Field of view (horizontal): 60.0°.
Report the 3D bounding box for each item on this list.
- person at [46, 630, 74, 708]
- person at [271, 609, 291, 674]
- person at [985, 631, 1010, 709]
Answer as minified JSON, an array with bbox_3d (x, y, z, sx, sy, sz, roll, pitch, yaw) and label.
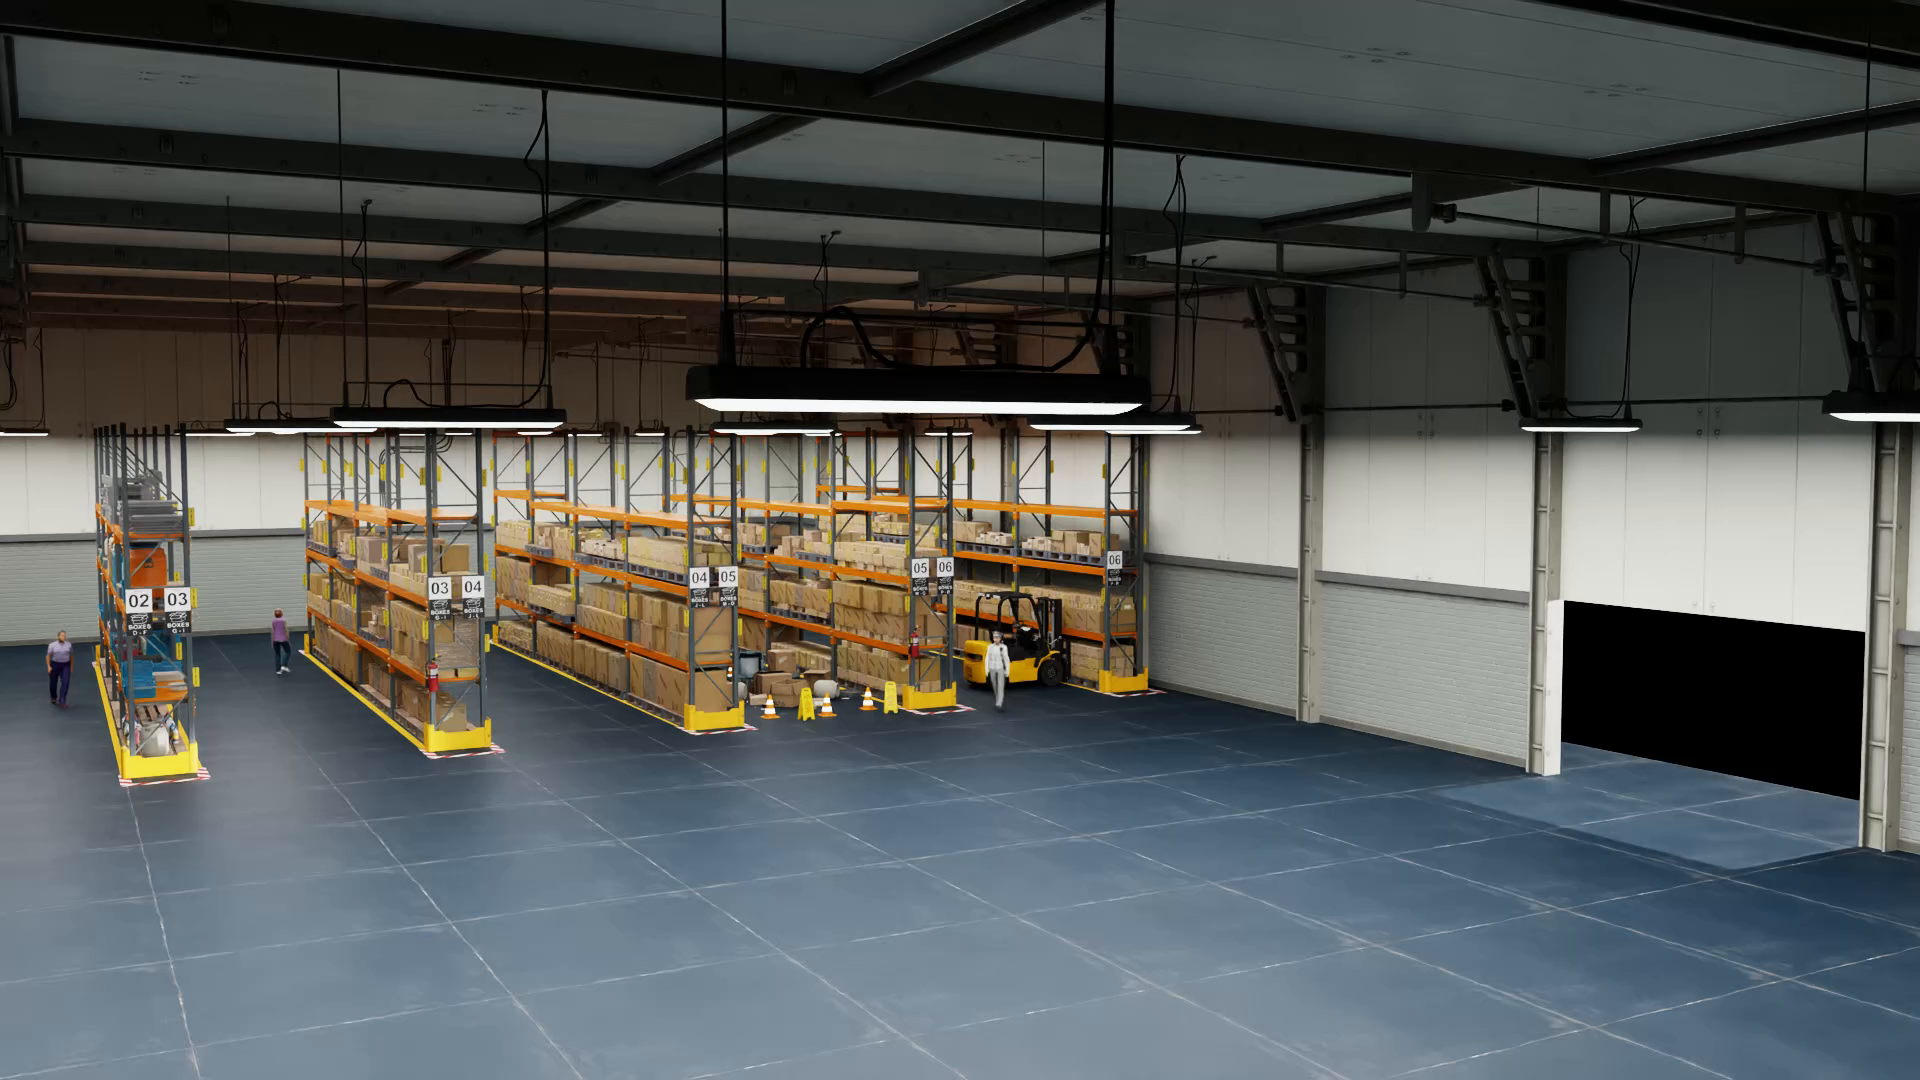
[{"bbox_3d":[-19.316,2.765,35.711,0.560,1.643,0.772,-3,5,-41],"label":"person"},{"bbox_3d":[-16.563,2.477,40.495,0.450,1.598,0.445,0,3,-5],"label":"person"},{"bbox_3d":[0.778,2.754,35.335,0.530,1.634,0.988,1,4,22],"label":"person"}]
